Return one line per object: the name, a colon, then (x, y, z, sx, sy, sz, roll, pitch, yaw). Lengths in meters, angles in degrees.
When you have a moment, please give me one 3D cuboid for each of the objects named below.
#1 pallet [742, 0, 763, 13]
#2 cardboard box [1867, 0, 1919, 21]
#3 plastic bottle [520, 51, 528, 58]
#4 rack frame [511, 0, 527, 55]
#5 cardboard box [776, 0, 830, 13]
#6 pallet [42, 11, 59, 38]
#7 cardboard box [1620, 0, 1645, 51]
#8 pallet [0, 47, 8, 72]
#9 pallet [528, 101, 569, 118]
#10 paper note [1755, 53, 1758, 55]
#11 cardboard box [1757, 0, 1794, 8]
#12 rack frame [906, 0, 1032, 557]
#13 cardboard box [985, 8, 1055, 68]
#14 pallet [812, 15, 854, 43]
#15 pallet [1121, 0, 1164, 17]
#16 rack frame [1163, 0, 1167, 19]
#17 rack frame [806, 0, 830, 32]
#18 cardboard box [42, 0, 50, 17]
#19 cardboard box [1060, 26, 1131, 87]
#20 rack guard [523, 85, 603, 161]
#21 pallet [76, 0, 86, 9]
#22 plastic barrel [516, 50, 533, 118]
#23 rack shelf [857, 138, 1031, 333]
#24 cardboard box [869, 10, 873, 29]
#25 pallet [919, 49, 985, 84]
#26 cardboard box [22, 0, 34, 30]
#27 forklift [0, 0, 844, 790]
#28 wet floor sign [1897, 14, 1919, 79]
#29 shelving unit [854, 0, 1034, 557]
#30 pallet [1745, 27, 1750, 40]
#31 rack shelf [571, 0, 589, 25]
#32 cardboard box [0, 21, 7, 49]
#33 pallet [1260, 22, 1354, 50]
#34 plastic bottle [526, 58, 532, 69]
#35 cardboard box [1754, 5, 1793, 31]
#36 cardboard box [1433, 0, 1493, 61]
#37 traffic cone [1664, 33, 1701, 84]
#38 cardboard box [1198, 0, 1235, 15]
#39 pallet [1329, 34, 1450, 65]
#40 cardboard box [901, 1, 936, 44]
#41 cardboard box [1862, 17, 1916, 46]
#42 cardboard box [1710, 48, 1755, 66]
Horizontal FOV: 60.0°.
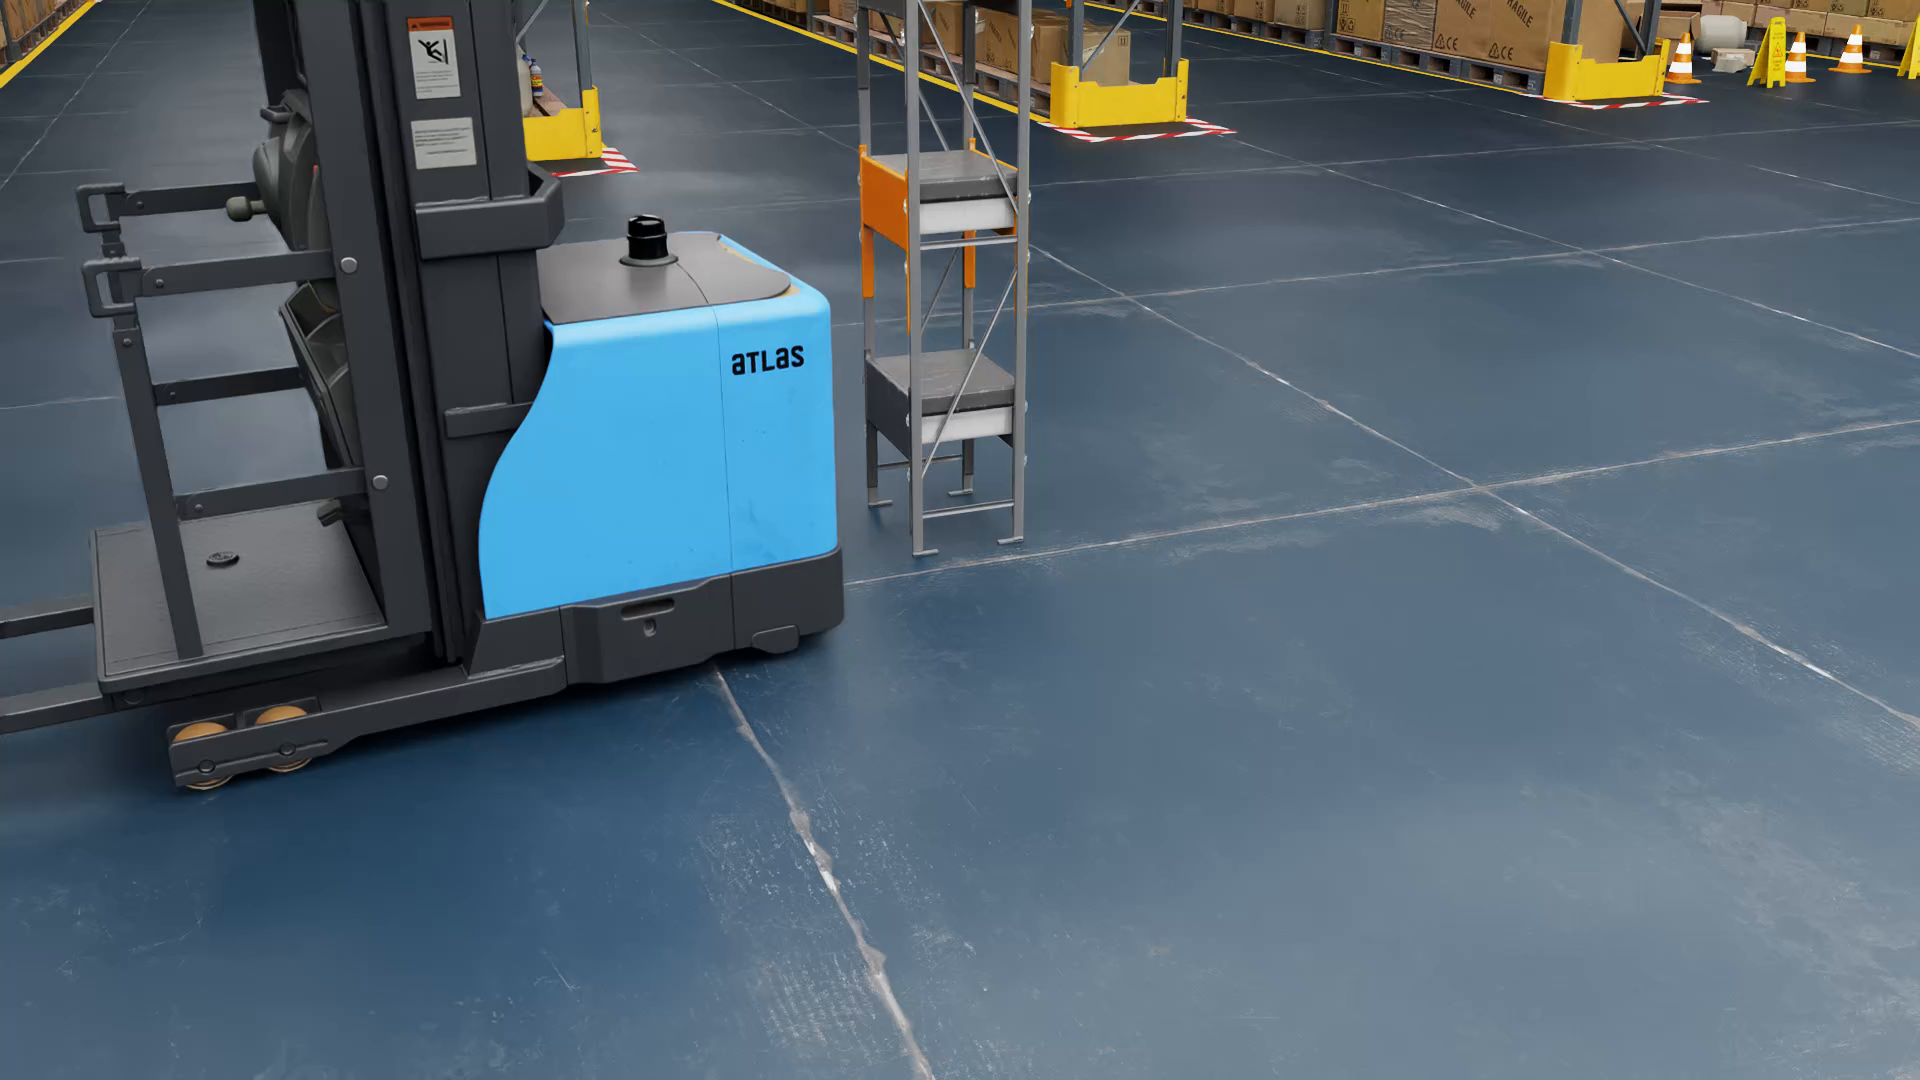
pallet: (-2.513, -7.748, 23.861, 1.003, 0.211, 1.213, -8, 24, -19)
cardboard box: (10.127, -5.830, 17.754, 0.500, 0.500, 0.500, -8, 24, -19)
plastic bottle: (-3.931, -4.223, 14.848, 0.152, 0.276, 0.135, -8, 24, -18)
rack frame: (-4.664, -5.717, 15.451, 1.000, 3.000, 0.127, -8, 24, -19)
cardboard box: (-1.667, -7.318, 21.445, 1.225, 0.875, 0.875, -10, 25, -21)
pallet: (-11.802, -6.370, 20.591, 1.003, 0.211, 1.213, -8, 24, -19)
cardboard box: (7.327, -5.844, 18.793, 0.797, 0.637, 0.503, -8, 24, -19)
pallet: (-10.458, -4.902, 17.109, 1.003, 0.211, 1.213, -8, 24, -19)
pallet: (-3.603, -3.295, 13.297, 1.003, 0.211, 1.213, -8, 24, -19)
paper note: (8.918, -5.473, 18.696, 0.142, 0.019, 0.148, -18, 29, -37)
cardboard box: (9.579, -6.395, 19.095, 0.500, 0.500, 0.500, -7, 24, -16)
rack frame: (0.028, -0.939, 5.275, 0.400, 2.100, 0.015, -8, 24, -19)
cardboard box: (0.576, -4.865, 16.109, 0.500, 0.500, 0.500, -11, 25, -24)
pallet: (-1.168, -6.281, 20.379, 1.003, 0.211, 1.213, -8, 24, -19)
pallet: (2.958, -7.493, 23.255, 1.003, 0.211, 1.213, -8, 24, -19)
rack frame: (3.233, -8.493, 22.039, 1.000, 3.000, 0.127, -8, 24, -19)
rack frame: (-1.443, -7.850, 20.512, 1.000, 3.000, 0.127, -8, 24, -19)
cardboard box: (-11.516, -6.675, 20.378, 0.500, 0.500, 0.500, -8, 24, -19)
cardboard box: (1.178, -4.214, 14.563, 0.500, 0.500, 0.500, -4, 23, -9)
rack guard: (-3.321, -3.133, 12.539, 1.175, 0.500, 0.348, -8, 24, -19)
pallet: (-13.229, -7.796, 23.976, 1.003, 0.211, 1.213, -8, 24, -19)
plastic barrel: (-3.554, -3.539, 12.947, 0.421, 0.512, 0.421, 0, 23, 0)
rack shelf: (-0.058, -1.015, 5.490, 0.431, 0.518, 0.480, -8, 24, -19)
cardboard box: (-0.773, -6.255, 19.380, 0.700, 0.500, 0.500, -6, 24, -15)
pallet: (0.240, -4.872, 17.038, 1.003, 0.211, 1.213, -8, 24, -19)
cardboard box: (-10.968, -6.120, 19.059, 0.500, 0.500, 0.500, -9, 24, -20)
forklift: (-1.900, -0.949, 4.227, 3.031, 2.935, 1.130, -11, 25, -25)
wet floor sign: (9.720, -5.002, 16.786, 0.267, 0.644, 0.232, 0, 23, -1)
shelving unit: (-0.058, -1.028, 5.485, 0.431, 2.100, 0.503, -8, 24, -19)
pallet: (9.511, -6.232, 20.264, 1.003, 0.211, 1.213, -8, 24, -19)
rack shelf: (-3.957, -4.658, 13.867, 1.077, 0.370, 4.000, -8, 24, -19)
cardboard box: (-10.298, -5.261, 17.369, 0.500, 0.250, 0.500, -8, 24, -18)
pallet: (4.303, -6.025, 19.773, 1.003, 0.211, 1.213, -8, 24, -19)
plastic bottle: (-3.720, -4.035, 14.407, 0.097, 0.271, 0.097, 0, 23, 0)
cardboard box: (9.586, -6.046, 19.232, 0.500, 0.250, 0.500, -9, 24, -20)
cardboard box: (5.445, -5.358, 16.795, 0.875, 0.875, 0.875, -9, 24, -20)
traffic cone: (7.200, -4.805, 16.555, 0.336, 0.463, 0.334, -8, 24, -19)
cardboard box: (3.676, -7.099, 21.088, 1.050, 0.750, 0.750, -8, 24, -18)
pallet: (4.841, -5.468, 18.452, 1.003, 0.211, 1.213, -8, 24, -19)
cardboard box: (-0.227, -5.673, 18.000, 0.700, 0.500, 0.500, -10, 25, -23)
cardboard box: (10.108, -5.494, 17.924, 0.500, 0.250, 0.500, -8, 24, -19)
cardboard box: (8.302, -5.188, 17.867, 0.380, 0.149, 0.250, 4, 23, 9)
